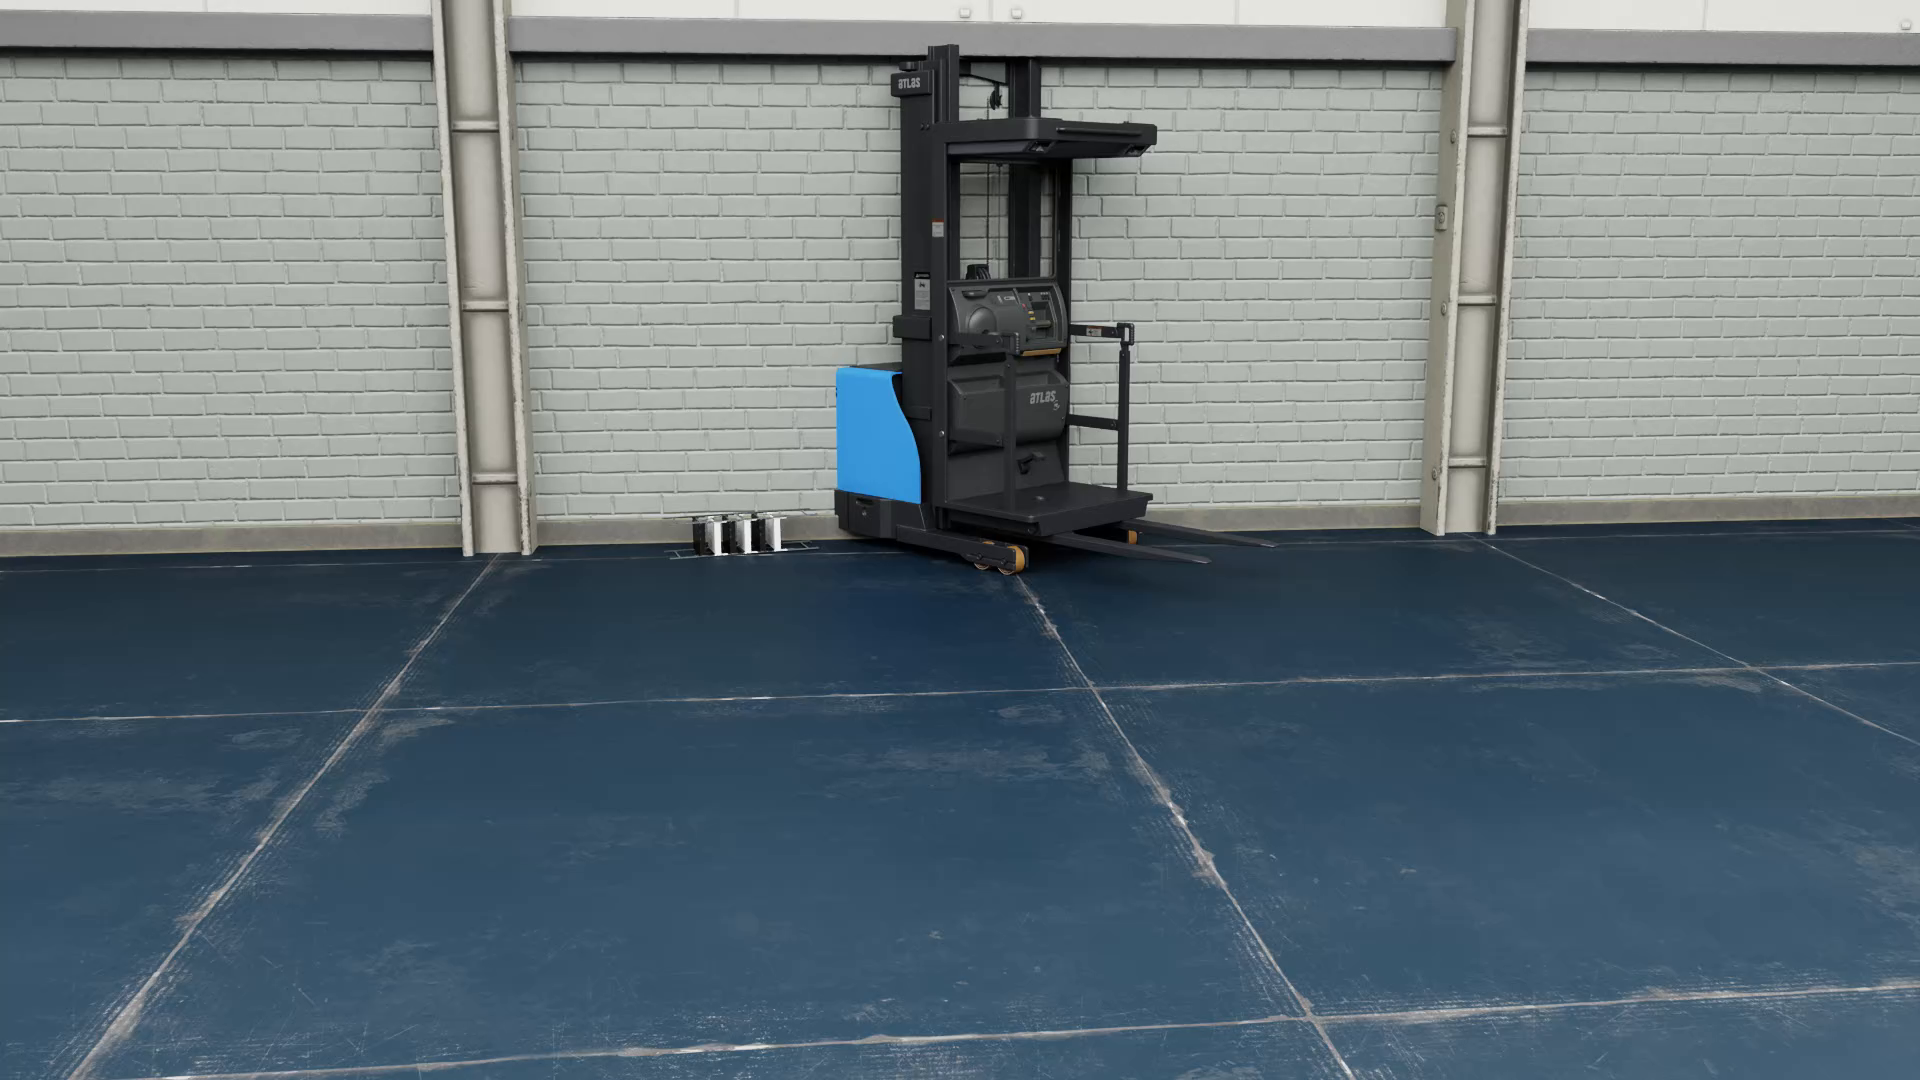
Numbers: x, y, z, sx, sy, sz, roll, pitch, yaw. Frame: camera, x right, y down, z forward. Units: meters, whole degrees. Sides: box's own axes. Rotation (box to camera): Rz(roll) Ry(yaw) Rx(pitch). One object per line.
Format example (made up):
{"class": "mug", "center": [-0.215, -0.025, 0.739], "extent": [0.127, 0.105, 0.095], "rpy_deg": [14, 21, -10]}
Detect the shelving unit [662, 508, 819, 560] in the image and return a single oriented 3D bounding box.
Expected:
{"class": "shelving unit", "center": [-1.318, -0.041, 10.012], "extent": [0.900, 0.210, 0.258], "rpy_deg": [-4, 12, -18]}

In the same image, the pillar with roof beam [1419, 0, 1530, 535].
{"class": "pillar with roof beam", "center": [3.657, -3.653, 5.620], "extent": [0.400, 9.000, 9.100], "rpy_deg": [-1, 11, -6]}

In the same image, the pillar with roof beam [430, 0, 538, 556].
{"class": "pillar with roof beam", "center": [-2.308, -3.528, 4.984], "extent": [0.400, 9.000, 9.100], "rpy_deg": [-1, 11, -6]}

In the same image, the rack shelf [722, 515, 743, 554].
{"class": "rack shelf", "center": [-1.372, -0.037, 9.994], "extent": [0.077, 0.200, 0.258], "rpy_deg": [-4, 12, -18]}

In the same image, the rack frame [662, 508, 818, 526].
{"class": "rack frame", "center": [-1.319, -0.141, 9.992], "extent": [0.900, 0.006, 0.240], "rpy_deg": [-4, 12, -18]}

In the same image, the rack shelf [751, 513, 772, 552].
{"class": "rack shelf", "center": [-1.202, -0.050, 10.051], "extent": [0.077, 0.200, 0.258], "rpy_deg": [-4, 12, -18]}

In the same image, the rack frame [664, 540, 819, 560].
{"class": "rack frame", "center": [-1.317, 0.059, 10.032], "extent": [0.900, 0.006, 0.240], "rpy_deg": [-4, 12, -18]}

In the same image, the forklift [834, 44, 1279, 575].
{"class": "forklift", "center": [0.440, -1.353, 9.653], "extent": [1.130, 2.935, 3.031], "rpy_deg": [-11, 16, -44]}

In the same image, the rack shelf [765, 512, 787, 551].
{"class": "rack shelf", "center": [-1.116, -0.056, 10.079], "extent": [0.077, 0.200, 0.258], "rpy_deg": [-4, 12, -18]}

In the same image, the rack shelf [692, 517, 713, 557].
{"class": "rack shelf", "center": [-1.542, -0.024, 9.938], "extent": [0.077, 0.200, 0.258], "rpy_deg": [-4, 12, -18]}

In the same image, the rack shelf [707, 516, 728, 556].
{"class": "rack shelf", "center": [-1.457, -0.031, 9.966], "extent": [0.077, 0.200, 0.258], "rpy_deg": [-4, 12, -18]}

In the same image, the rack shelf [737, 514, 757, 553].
{"class": "rack shelf", "center": [-1.287, -0.043, 10.023], "extent": [0.077, 0.200, 0.258], "rpy_deg": [-4, 12, -18]}
